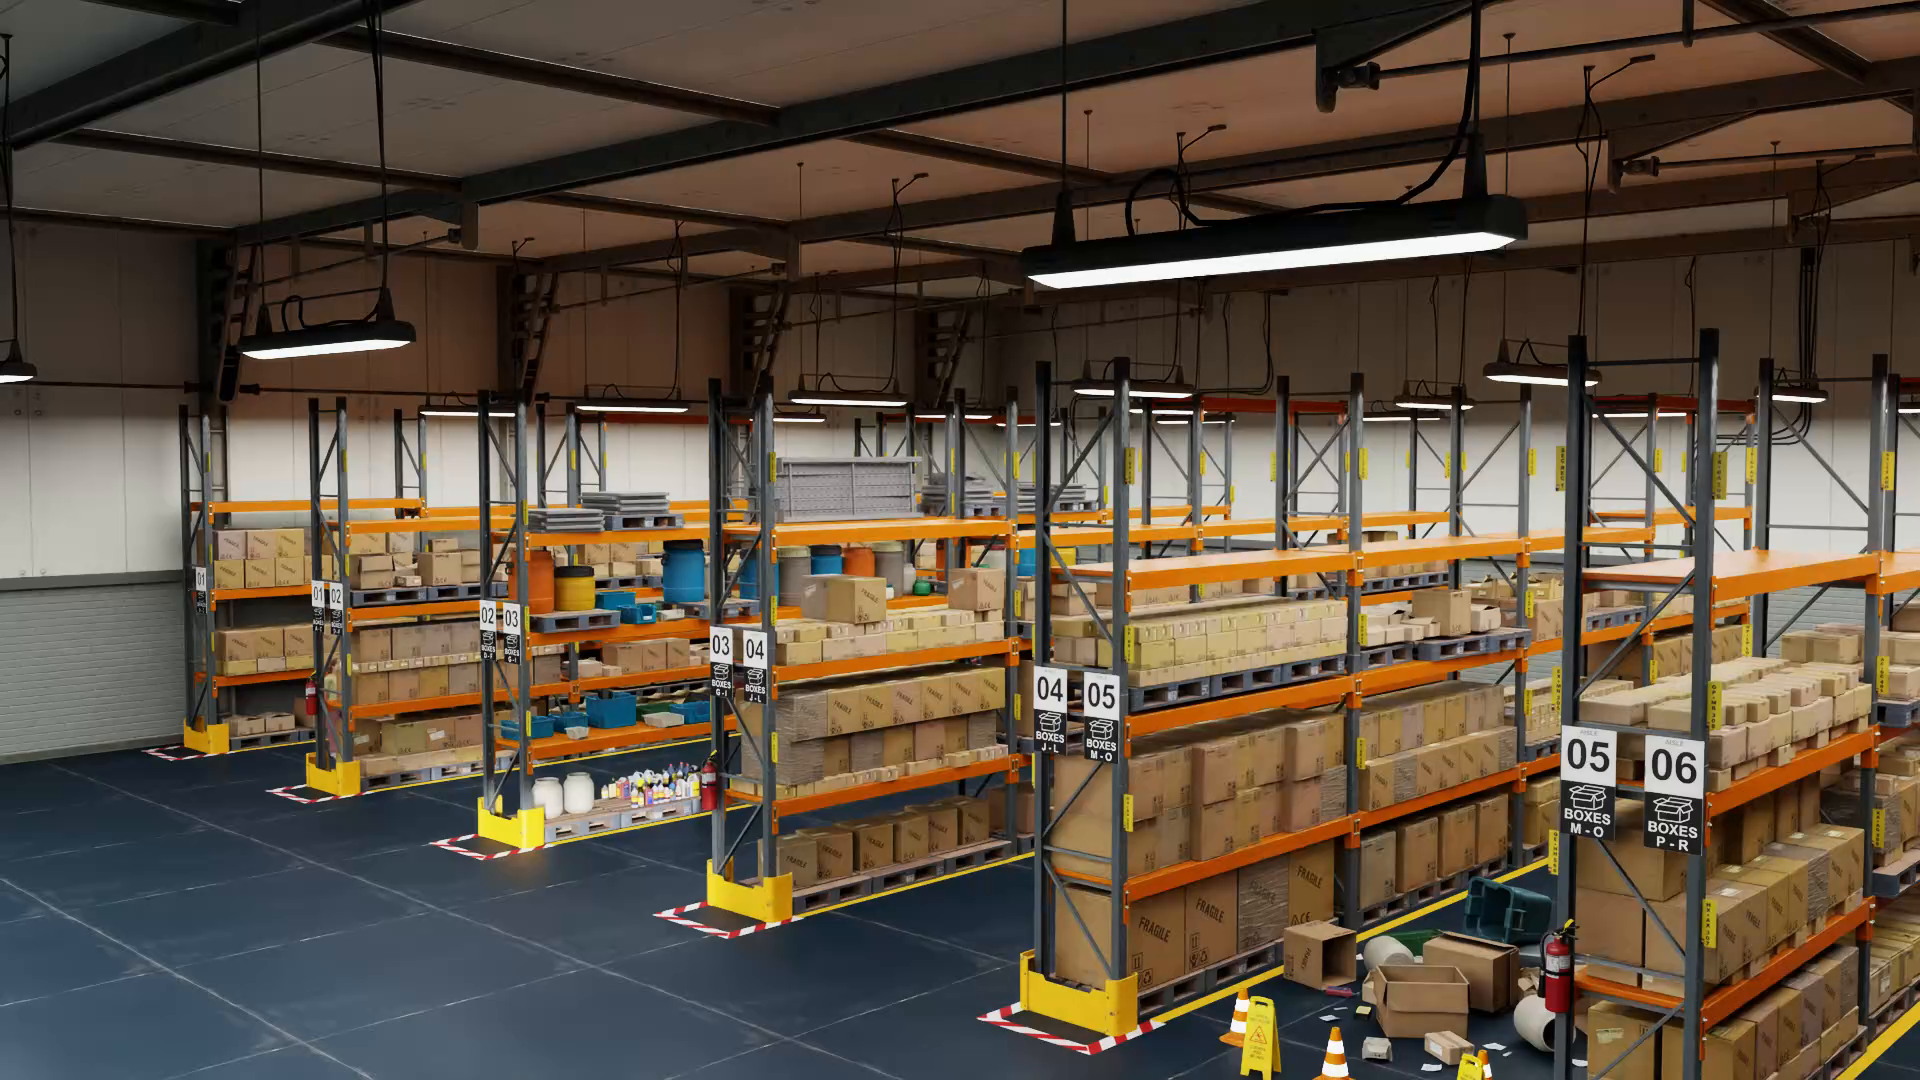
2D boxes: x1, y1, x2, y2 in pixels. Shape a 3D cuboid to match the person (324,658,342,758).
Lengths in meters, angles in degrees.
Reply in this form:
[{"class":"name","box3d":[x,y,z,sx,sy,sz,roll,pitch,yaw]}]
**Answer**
[{"class":"person","box3d":[-10.586,2.855,28.278,0.386,1.698,0.524,2,3,27]}]
